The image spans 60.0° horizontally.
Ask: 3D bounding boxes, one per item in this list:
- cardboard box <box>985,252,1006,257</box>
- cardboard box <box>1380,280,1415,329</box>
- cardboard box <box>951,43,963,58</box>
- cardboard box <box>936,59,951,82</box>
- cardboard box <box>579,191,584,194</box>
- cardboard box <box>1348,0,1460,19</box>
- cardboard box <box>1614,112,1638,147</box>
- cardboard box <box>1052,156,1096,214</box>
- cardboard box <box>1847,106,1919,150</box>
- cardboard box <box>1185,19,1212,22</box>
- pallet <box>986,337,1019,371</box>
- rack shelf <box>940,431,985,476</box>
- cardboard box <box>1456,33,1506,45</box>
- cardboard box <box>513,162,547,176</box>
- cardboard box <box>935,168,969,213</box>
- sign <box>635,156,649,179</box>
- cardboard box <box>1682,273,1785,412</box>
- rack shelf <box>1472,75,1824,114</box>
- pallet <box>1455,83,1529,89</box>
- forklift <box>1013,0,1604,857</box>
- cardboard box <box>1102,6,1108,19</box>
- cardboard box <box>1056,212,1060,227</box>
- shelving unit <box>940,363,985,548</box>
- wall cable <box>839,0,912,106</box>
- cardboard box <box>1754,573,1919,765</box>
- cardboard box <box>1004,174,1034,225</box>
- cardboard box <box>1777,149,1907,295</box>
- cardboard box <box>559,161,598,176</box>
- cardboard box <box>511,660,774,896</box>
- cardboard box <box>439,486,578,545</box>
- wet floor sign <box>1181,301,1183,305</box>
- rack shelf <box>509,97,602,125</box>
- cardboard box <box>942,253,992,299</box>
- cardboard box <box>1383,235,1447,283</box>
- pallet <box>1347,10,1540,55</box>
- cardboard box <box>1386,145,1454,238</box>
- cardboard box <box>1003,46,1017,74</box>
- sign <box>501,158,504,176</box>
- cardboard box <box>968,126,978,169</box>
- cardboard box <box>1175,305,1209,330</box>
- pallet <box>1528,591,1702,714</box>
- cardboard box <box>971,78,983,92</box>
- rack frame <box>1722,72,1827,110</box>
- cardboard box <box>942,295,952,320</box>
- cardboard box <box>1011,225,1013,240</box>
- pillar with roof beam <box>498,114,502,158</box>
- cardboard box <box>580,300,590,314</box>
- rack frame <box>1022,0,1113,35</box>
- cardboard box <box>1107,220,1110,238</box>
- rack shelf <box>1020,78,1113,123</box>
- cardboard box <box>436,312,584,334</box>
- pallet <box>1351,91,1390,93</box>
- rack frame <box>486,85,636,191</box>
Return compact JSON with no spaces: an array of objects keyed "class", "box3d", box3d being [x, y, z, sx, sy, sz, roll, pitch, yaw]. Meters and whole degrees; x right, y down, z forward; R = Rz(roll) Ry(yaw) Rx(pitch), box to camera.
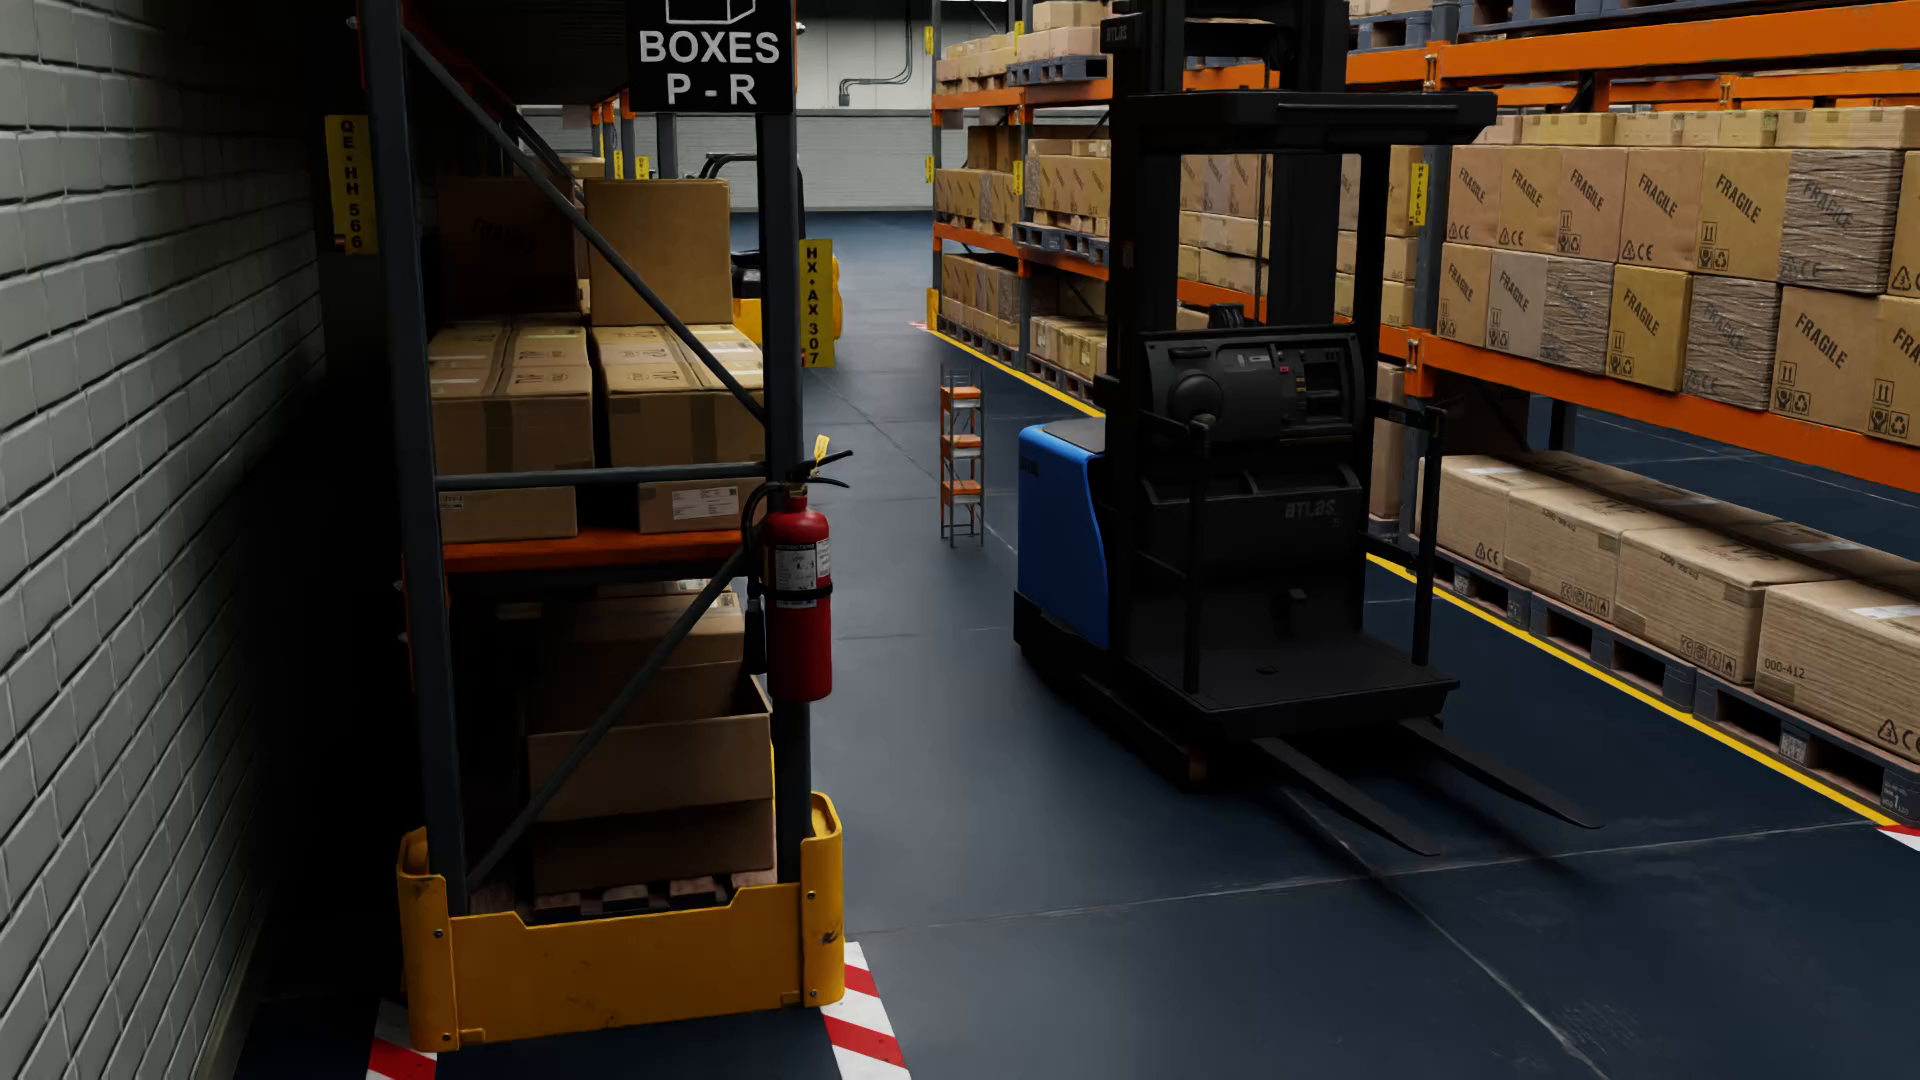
[{"class":"cardboard box","box3d":[0.605,-3.186,19.977,0.500,0.500,0.500,-3,14,-13]},{"class":"cardboard box","box3d":[2.632,-1.372,9.539,0.500,0.250,0.500,-4,14,-15]},{"class":"cardboard box","box3d":[0.109,-5.572,18.945,0.380,0.149,0.250,-3,14,-13]},{"class":"cardboard box","box3d":[0.023,-5.522,19.577,0.500,0.250,0.500,-4,14,-14]},{"class":"cardboard box","box3d":[-2.218,-1.889,10.235,0.797,0.503,0.637,-4,14,-14]},{"class":"cardboard box","box3d":[2.571,-3.165,9.544,0.500,0.311,0.500,-3,14,-13]},{"class":"cardboard box","box3d":[3.153,-1.826,7.396,0.380,0.149,0.250,-3,14,-13]},{"class":"cardboard box","box3d":[1.156,-3.244,15.161,0.500,0.500,0.500,-3,14,-14]},{"class":"cardboard box","box3d":[3.417,-1.466,5.922,0.380,0.149,0.250,-3,14,-14]},{"class":"cardboard box","box3d":[1.830,-4.003,13.461,0.700,0.500,0.500,-3,14,-13]},{"class":"pallet","box3d":[0.911,-1.999,17.666,1.003,0.211,1.213,-3,14,-13]},{"class":"rack shelf","box3d":[0.013,-0.487,9.754,0.215,0.259,0.240,-3,14,-13]},{"class":"cardboard box","box3d":[5.526,-5.381,17.905,0.500,0.250,0.500,-3,14,-14]},{"class":"cardboard box","box3d":[-4.089,-3.488,15.681,0.380,0.149,0.250,-3,14,-13]},{"class":"cardboard box","box3d":[0.005,-4.192,19.928,0.500,0.500,0.500,-4,14,-14]},{"class":"sign","box3d":[-2.256,-2.557,11.801,0.100,0.325,0.005,-3,14,-13]},{"class":"cardboard box","box3d":[3.317,-0.813,6.722,0.500,0.500,0.500,-3,14,-12]},{"class":"rack shelf","box3d":[6.361,-4.147,15.775,1.077,0.370,4.000,-3,14,-13]},{"class":"pallet","box3d":[5.709,-5.104,18.363,1.003,0.211,1.213,-3,14,-13]},{"class":"forklift","box3d":[1.224,-0.613,6.259,1.130,2.935,3.031,-5,15,-19]},{"class":"cardboard box","box3d":[1.363,-4.906,15.743,0.500,0.250,0.500,-3,14,-12]},{"class":"cardboard box","box3d":[1.117,-3.019,15.607,0.380,0.149,0.250,-2,14,-10]},{"class":"shelving unit","box3d":[0.013,-0.498,9.752,0.215,1.050,0.252,-3,14,-13]},{"class":"wall cable","box3d":[-2.593,-16.401,50.934,2.305,6.003,0.169,-3,14,-13]},{"class":"cardboard box","box3d":[3.669,0.461,6.233,0.875,0.438,0.875,-4,14,-15]},{"class":"cardboard box","box3d":[0.757,-3.483,17.025,0.500,0.500,0.500,-4,14,-15]},{"class":"cardboard box","box3d":[3.426,-1.184,6.135,0.500,0.500,0.500,-3,14,-13]},{"class":"cardboard box","box3d":[-3.674,-3.576,16.040,0.380,0.149,0.250,-3,14,-12]},{"class":"cardboard box","box3d":[-0.954,0.707,5.088,0.797,0.503,0.637,-4,14,-15]},{"class":"cardboard box","box3d":[-1.241,-0.095,4.524,0.380,0.149,0.250,-3,14,-14]},{"class":"wet floor sign","box3d":[3.020,-3.176,21.566,0.267,0.644,0.232,-6,15,-23]},{"class":"rack shelf","box3d":[-4.191,-4.493,17.191,1.077,0.370,4.000,-3,14,-13]},{"class":"cardboard box","box3d":[0.091,-3.149,19.827,0.500,0.500,0.500,-4,14,-15]},{"class":"cardboard box","box3d":[2.642,-1.614,9.474,0.500,0.250,0.500,-3,14,-13]},{"class":"pallet","box3d":[2.719,-2.928,9.676,0.805,0.209,1.217,-4,14,-15]},{"class":"cardboard box","box3d":[2.633,-1.979,9.389,0.500,0.500,0.500,-3,14,-11]},{"class":"cardboard box","box3d":[0.737,-4.817,16.693,0.500,0.250,0.500,-3,14,-14]},{"class":"sign","box3d":[-4.260,-3.351,15.333,0.100,0.325,0.005,-3,14,-13]},{"class":"cardboard box","box3d":[0.496,-4.697,19.888,0.700,0.500,0.500,-4,14,-15]},{"class":"cardboard box","box3d":[2.124,-1.286,12.463,0.875,0.875,0.875,-3,14,-14]},{"class":"pallet","box3d":[3.375,0.461,7.596,1.003,0.211,1.213,-3,14,-13]},{"class":"cardboard box","box3d":[0.335,-5.008,18.314,0.380,0.149,0.250,-4,14,-15]},{"class":"rack frame","box3d":[6.830,-2.577,14.157,1.000,3.000,0.127,-3,14,-13]},{"class":"cardboard box","box3d":[0.084,-2.791,19.938,0.500,0.250,0.500,-3,14,-14]},{"class":"cardboard box","box3d":[0.731,-3.136,16.973,0.380,0.149,0.250,-3,14,-14]},{"class":"pillar with roof beam","box3d":[-2.597,-8.174,24.423,9.100,9.000,0.400,-3,14,-13]},{"class":"cardboard box","box3d":[-1.249,-0.815,6.633,0.500,0.250,0.500,-3,14,-14]},{"class":"rack frame","box3d":[1.103,-6.115,15.997,1.000,3.000,0.127,-3,14,-13]},{"class":"cardboard box","box3d":[1.450,-2.595,13.872,0.380,0.149,0.250,-4,14,-16]},{"class":"rack shelf","box3d":[1.573,-3.847,14.550,1.077,0.370,4.000,-3,14,-13]},{"class":"cardboard box","box3d":[-1.623,-0.672,6.048,0.500,0.250,0.500,-3,14,-13]},{"class":"pallet","box3d":[5.136,-5.667,20.667,1.003,0.211,1.213,-3,14,-13]},{"class":"rack frame","box3d":[-2.781,-2.001,11.796,1.000,3.000,0.127,-3,14,-13]}]
